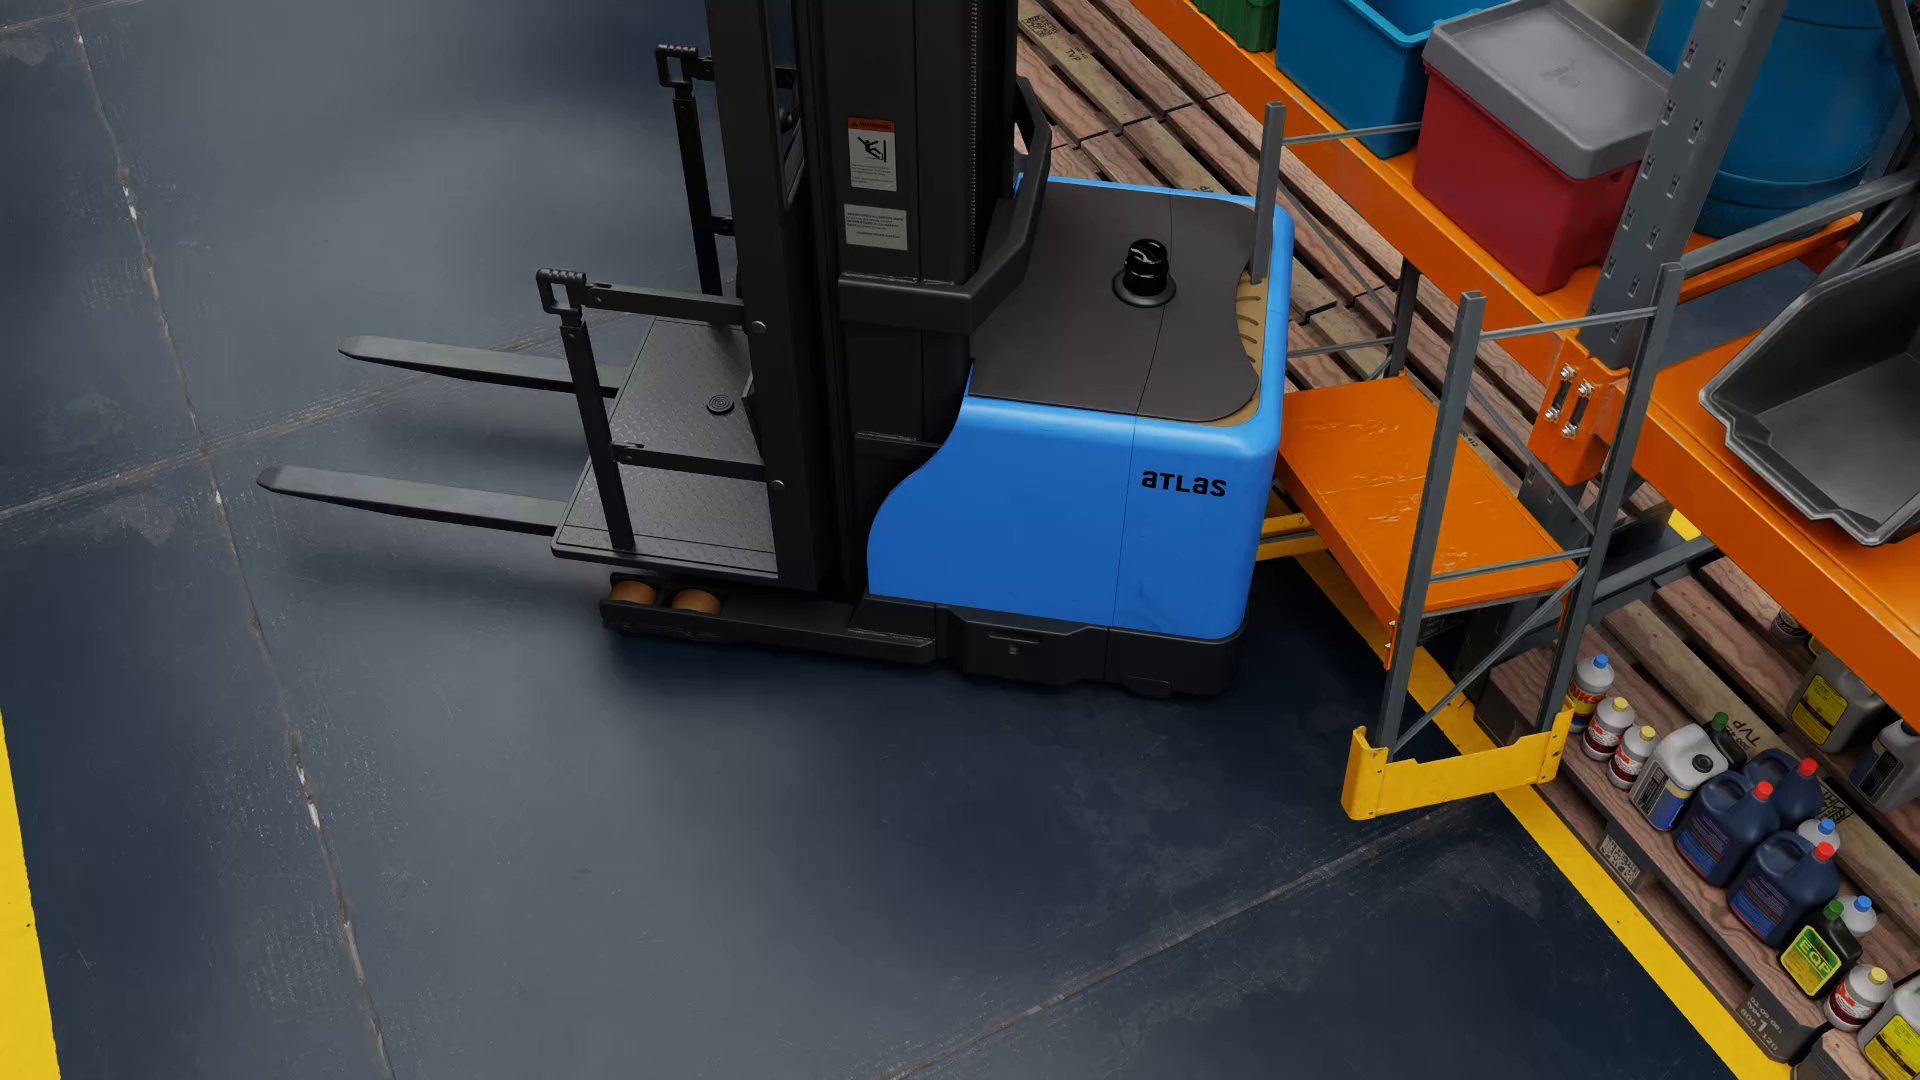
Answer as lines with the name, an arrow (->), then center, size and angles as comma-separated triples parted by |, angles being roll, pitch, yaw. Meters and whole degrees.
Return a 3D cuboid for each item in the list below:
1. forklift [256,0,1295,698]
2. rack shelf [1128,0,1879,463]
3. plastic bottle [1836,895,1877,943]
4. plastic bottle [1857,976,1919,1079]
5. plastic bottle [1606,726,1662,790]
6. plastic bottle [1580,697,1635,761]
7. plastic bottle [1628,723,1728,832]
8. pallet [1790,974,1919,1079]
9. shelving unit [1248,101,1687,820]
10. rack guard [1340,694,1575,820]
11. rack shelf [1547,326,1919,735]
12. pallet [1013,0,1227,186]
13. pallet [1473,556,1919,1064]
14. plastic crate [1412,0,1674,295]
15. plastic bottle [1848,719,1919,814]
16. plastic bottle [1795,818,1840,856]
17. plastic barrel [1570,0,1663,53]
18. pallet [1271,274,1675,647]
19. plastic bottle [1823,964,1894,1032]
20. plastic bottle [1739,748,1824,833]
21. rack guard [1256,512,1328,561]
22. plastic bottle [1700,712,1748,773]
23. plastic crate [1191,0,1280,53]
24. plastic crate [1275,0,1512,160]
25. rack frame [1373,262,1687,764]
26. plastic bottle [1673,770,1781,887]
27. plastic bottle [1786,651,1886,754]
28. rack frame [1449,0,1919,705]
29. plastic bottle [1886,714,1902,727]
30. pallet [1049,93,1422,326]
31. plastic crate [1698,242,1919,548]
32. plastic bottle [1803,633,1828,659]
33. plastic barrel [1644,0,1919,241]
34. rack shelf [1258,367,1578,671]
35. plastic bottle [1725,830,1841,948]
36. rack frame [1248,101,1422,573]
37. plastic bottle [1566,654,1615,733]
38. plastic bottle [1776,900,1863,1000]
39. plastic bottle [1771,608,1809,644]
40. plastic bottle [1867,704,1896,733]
forklift -> -0.616, -1.046, 4.218 | 3.031, 2.935, 1.130 | 7, 49, 6
rack shelf -> 1.000, -1.822, 5.328 | 1.077, 0.370, 4.000 | -21, 52, -18
plastic bottle -> 2.103, 0.928, 3.965 | 0.097, 0.271, 0.097 | 0, 49, 0
plastic bottle -> 2.196, 1.101, 3.762 | 0.144, 0.351, 0.185 | -22, 52, -18
plastic bottle -> 1.764, 0.557, 4.337 | 0.097, 0.201, 0.097 | 0, 49, 0
plastic bottle -> 1.718, 0.489, 4.397 | 0.097, 0.201, 0.097 | 0, 49, 0
plastic bottle -> 1.843, 0.603, 4.247 | 0.152, 0.276, 0.135 | -19, 52, -16
pallet -> 2.748, 1.479, 3.816 | 1.003, 0.211, 1.213 | -21, 52, -18
shelving unit -> 1.144, -0.238, 4.272 | 0.587, 1.500, 1.083 | -9, 38, -11
rack guard -> 1.274, 0.550, 4.264 | 0.587, 0.250, 0.087 | -9, 38, -11
rack shelf -> 2.830, 0.855, 2.987 | 1.077, 0.370, 4.000 | -21, 52, -18
pallet -> 0.405, -1.947, 6.813 | 1.003, 0.211, 1.213 | -21, 52, -18
pallet -> 2.185, 0.662, 4.531 | 1.003, 0.211, 1.213 | -21, 52, -18
plastic crate -> 1.422, -0.960, 4.054 | 0.402, 0.464, 0.583 | -21, 52, -18
plastic bottle -> 2.434, 0.560, 4.285 | 0.152, 0.276, 0.135 | -21, 52, -18
plastic bottle -> 2.089, 0.772, 4.102 | 0.097, 0.271, 0.097 | 0, 49, 0
plastic barrel -> 1.672, -1.481, 4.462 | 0.433, 0.535, 0.433 | 0, 49, 0
pallet -> 1.521, -0.314, 5.385 | 1.003, 0.211, 1.213 | -21, 52, -18
plastic bottle -> 2.111, 1.063, 3.894 | 0.097, 0.201, 0.097 | 0, 49, 0
plastic bottle -> 2.044, 0.641, 4.164 | 0.144, 0.351, 0.185 | -21, 52, -18
rack guard -> 1.026, -0.031, 5.034 | 0.587, 0.250, 0.087 | -9, 38, -11
plastic bottle -> 1.938, 0.564, 4.277 | 0.061, 0.283, 0.133 | -21, 52, -18
plastic crate -> 0.867, -1.719, 4.901 | 0.450, 0.188, 0.662 | -21, 52, -18
plastic crate -> 1.134, -1.346, 4.445 | 0.392, 0.384, 0.575 | -21, 52, -18
rack frame -> 1.273, 0.064, 3.871 | 0.500, 1.500, 0.032 | -9, 38, -11
plastic bottle -> 1.916, 0.690, 4.121 | 0.144, 0.351, 0.185 | -20, 52, -17
plastic bottle -> 2.338, 0.389, 4.385 | 0.144, 0.351, 0.185 | -21, 52, -18
rack frame -> 1.915, -0.720, 3.887 | 1.000, 3.000, 0.127 | -21, 52, -18
plastic bottle -> 2.554, 0.467, 4.316 | 0.144, 0.351, 0.185 | -24, 53, -19
pallet -> 0.959, -1.132, 6.100 | 1.003, 0.211, 1.213 | -21, 52, -18
plastic crate -> 2.042, -0.305, 3.566 | 0.767, 0.338, 0.504 | -21, 52, -18
plastic bottle -> 2.429, 0.238, 4.562 | 0.061, 0.283, 0.133 | -19, 51, -16
plastic barrel -> 2.008, -1.248, 4.016 | 0.600, 0.901, 0.708 | -21, 52, -18
rack shelf -> 1.148, -0.090, 4.373 | 0.538, 0.185, 1.000 | -9, 38, -11
plastic bottle -> 2.002, 0.817, 4.010 | 0.144, 0.351, 0.185 | -23, 53, -19
rack frame -> 1.020, -0.529, 4.658 | 0.500, 1.500, 0.032 | -9, 38, -11
plastic bottle -> 1.671, 0.398, 4.430 | 0.097, 0.271, 0.097 | 0, 49, 0
plastic bottle -> 2.040, 0.964, 3.927 | 0.061, 0.283, 0.133 | -19, 52, -16
plastic bottle -> 2.358, 0.192, 4.656 | 0.097, 0.201, 0.097 | 0, 49, 0
plastic bottle -> 2.466, 0.339, 4.428 | 0.144, 0.351, 0.185 | -22, 53, -18
